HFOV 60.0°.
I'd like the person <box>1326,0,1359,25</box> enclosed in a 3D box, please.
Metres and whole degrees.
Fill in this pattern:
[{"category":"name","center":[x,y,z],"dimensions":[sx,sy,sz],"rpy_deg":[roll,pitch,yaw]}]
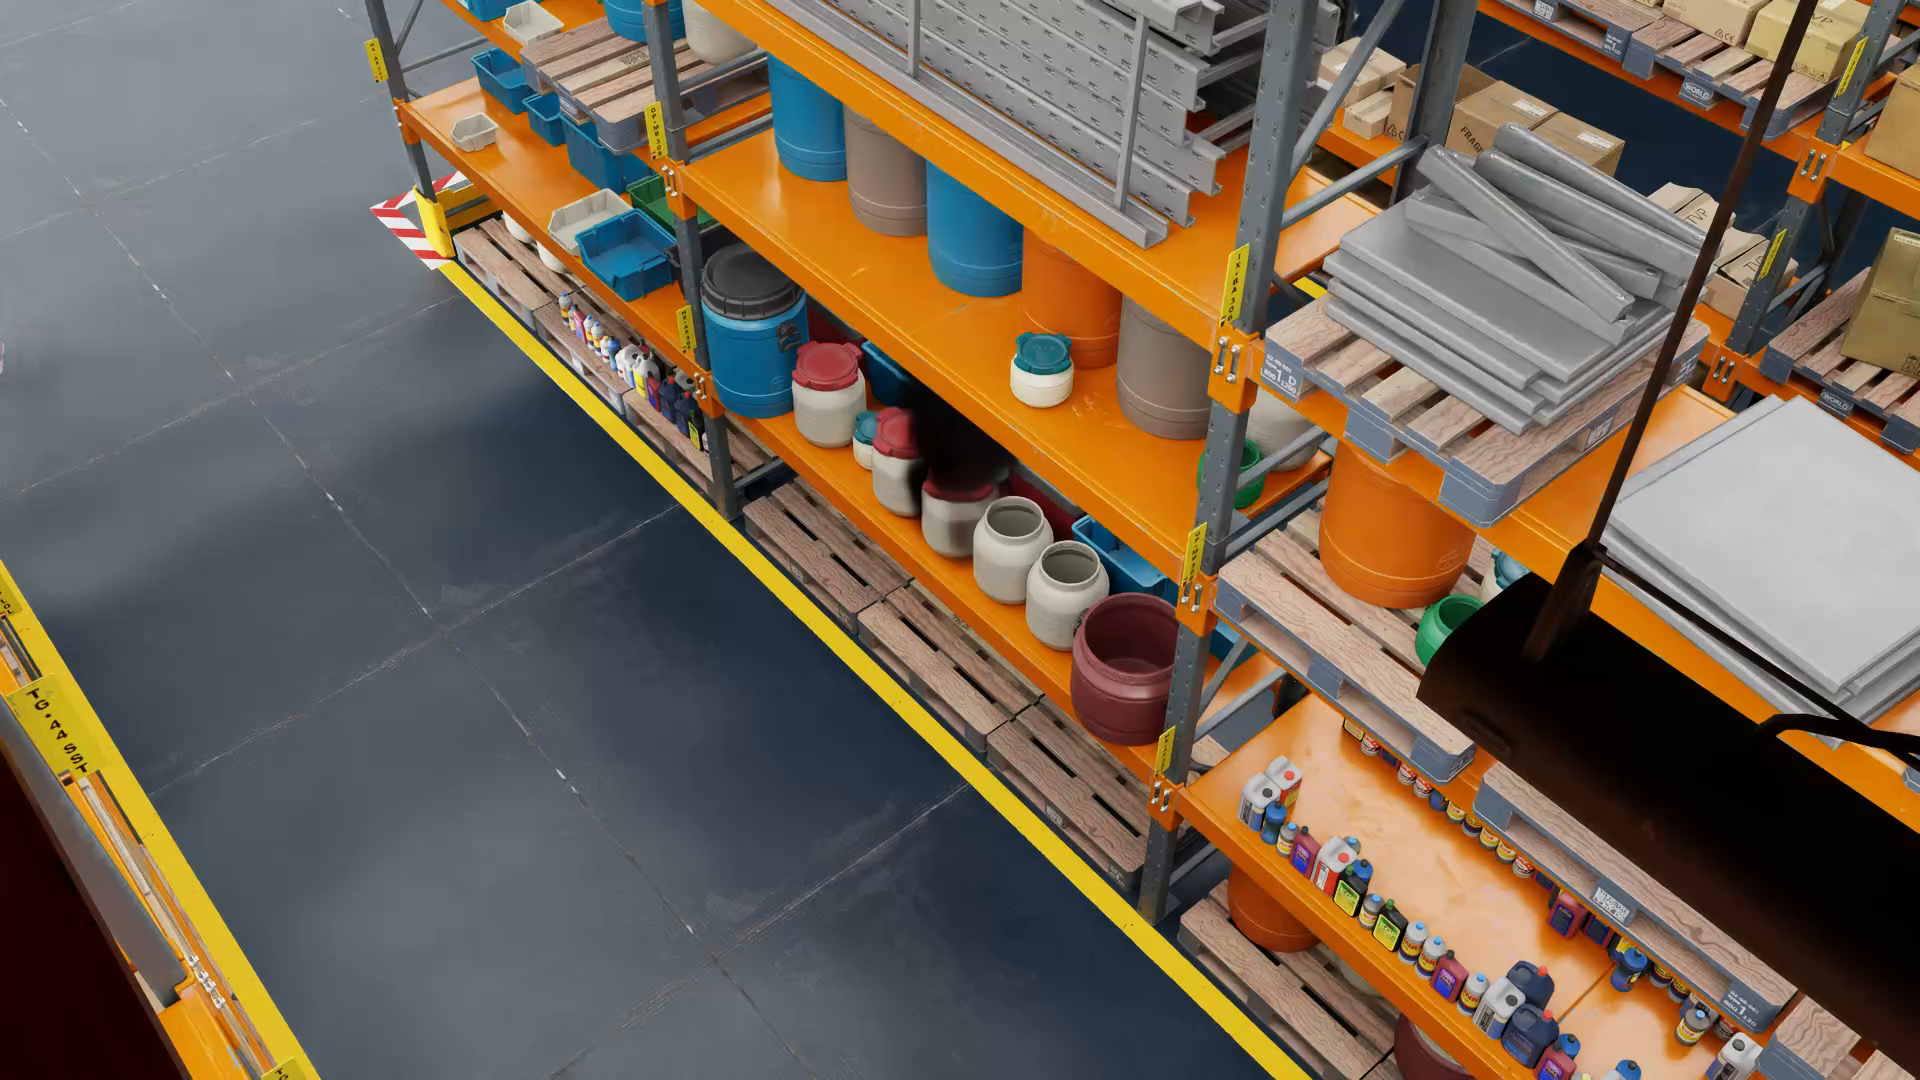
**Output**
[{"category":"person","center":[3.316,-5.110,14.693],"dimensions":[0.543,1.652,0.601],"rpy_deg":[20,50,18]}]
